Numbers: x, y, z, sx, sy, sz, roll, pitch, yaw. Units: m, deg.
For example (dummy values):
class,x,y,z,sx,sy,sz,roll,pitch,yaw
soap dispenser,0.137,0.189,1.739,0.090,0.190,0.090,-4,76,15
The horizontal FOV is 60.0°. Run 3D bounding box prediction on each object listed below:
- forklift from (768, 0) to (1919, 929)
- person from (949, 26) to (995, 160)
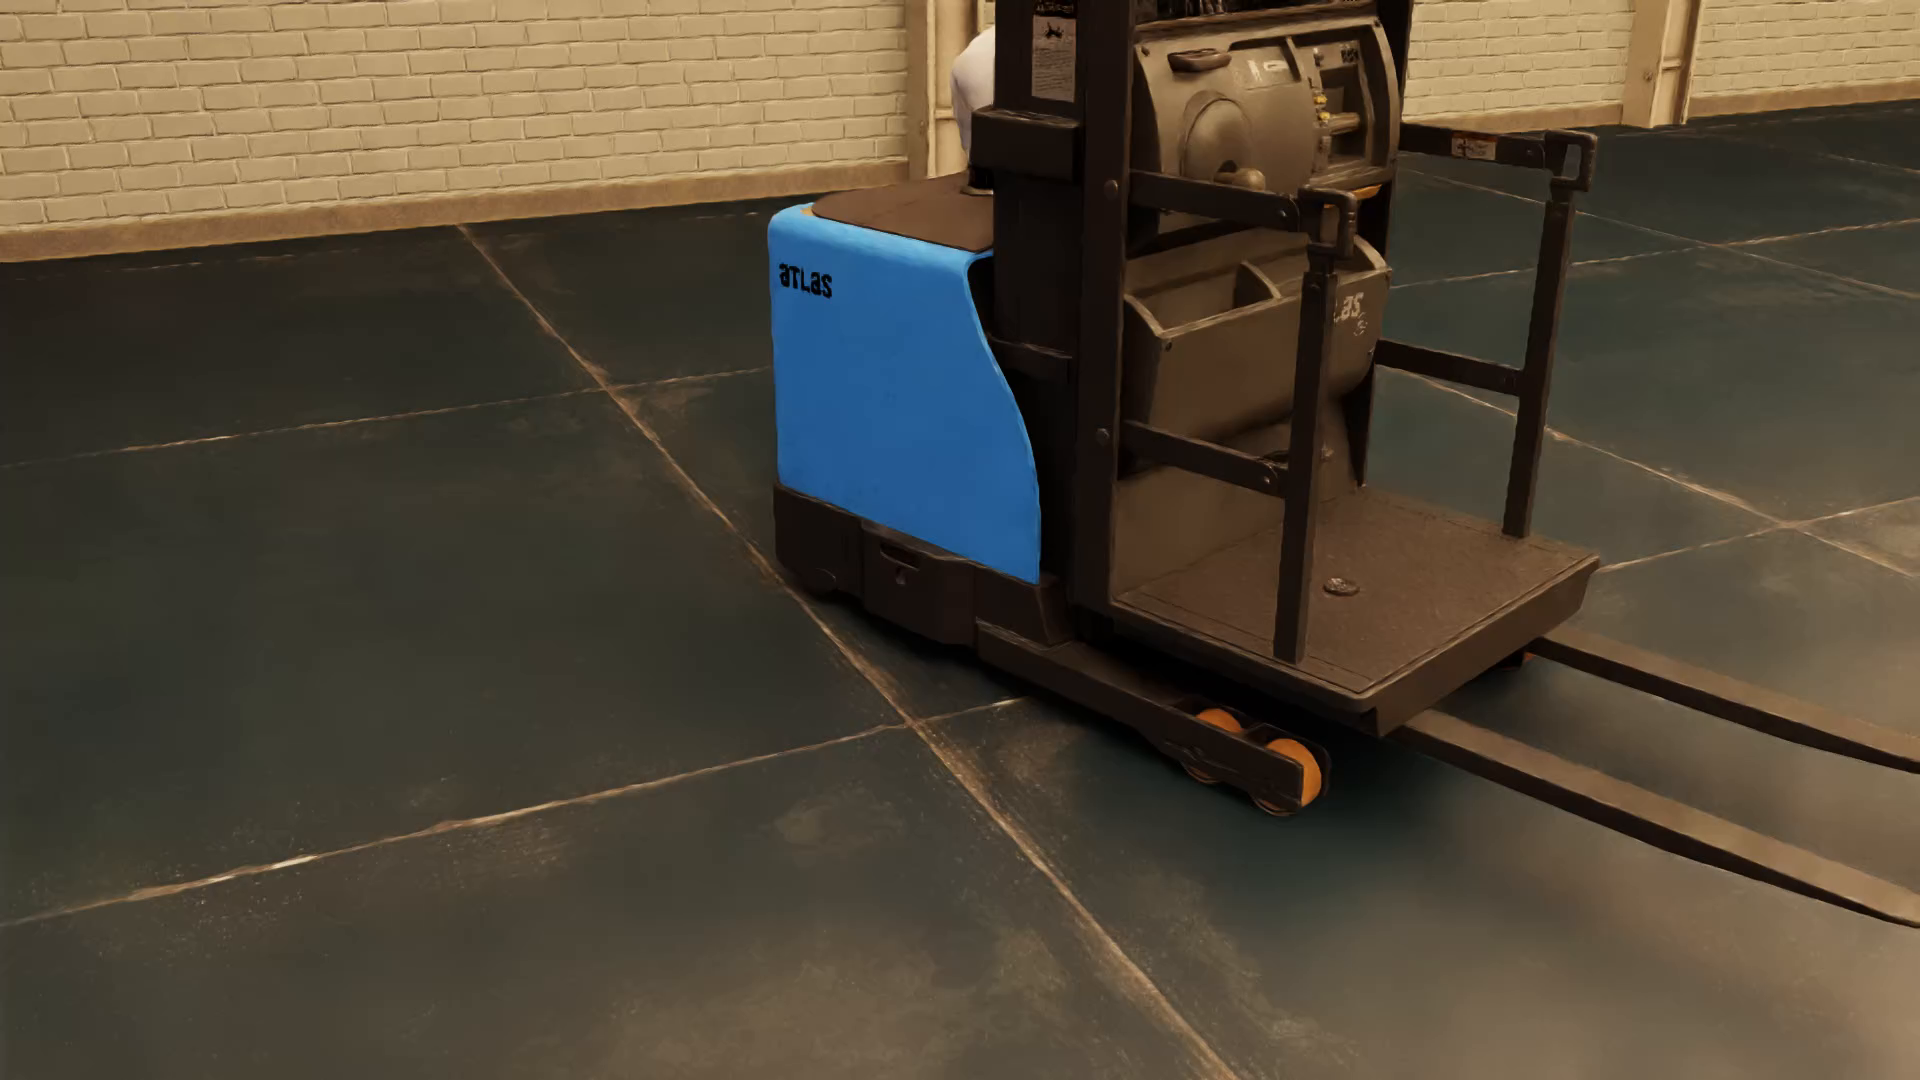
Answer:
class,x,y,z,sx,sy,sz,roll,pitch,yaw
forklift,0.865,-0.973,3.627,1.130,2.935,3.031,-21,30,-41
person,0.300,-0.862,4.909,0.841,1.750,0.781,-16,27,-34
